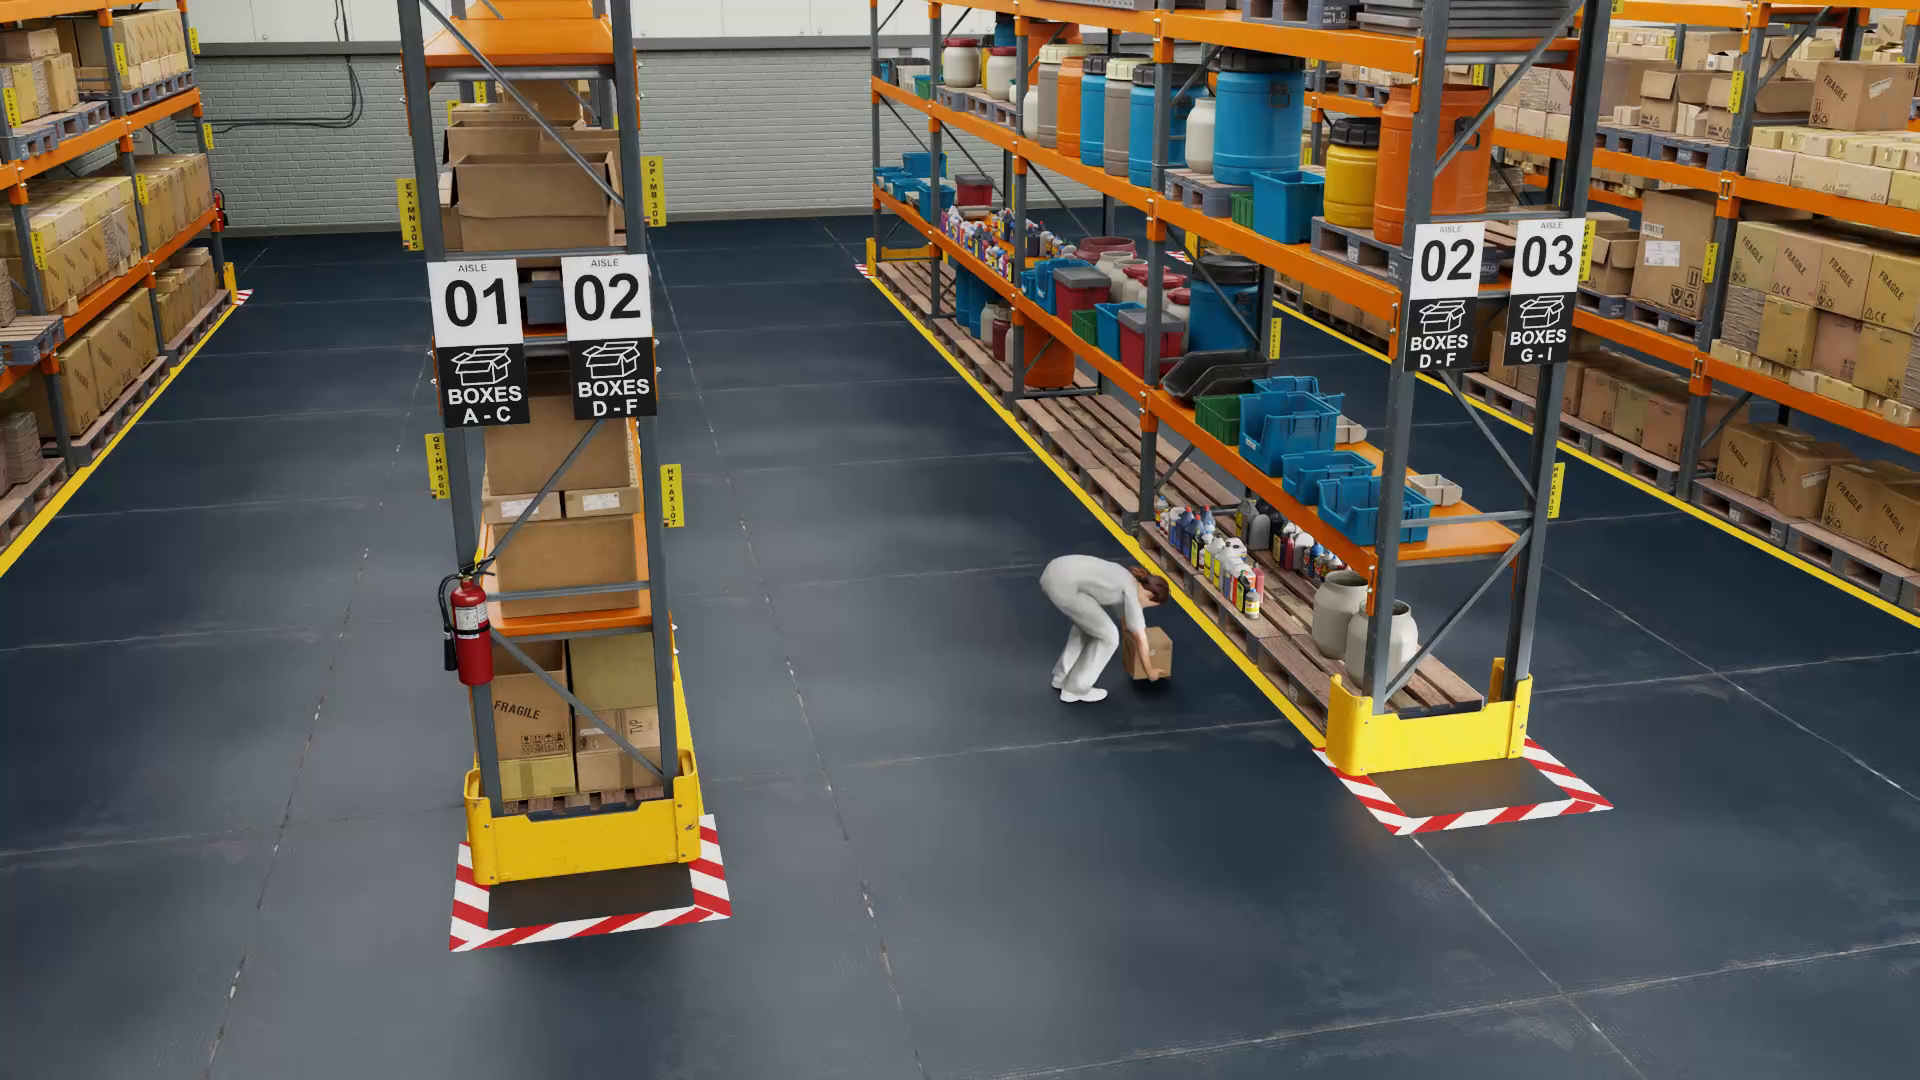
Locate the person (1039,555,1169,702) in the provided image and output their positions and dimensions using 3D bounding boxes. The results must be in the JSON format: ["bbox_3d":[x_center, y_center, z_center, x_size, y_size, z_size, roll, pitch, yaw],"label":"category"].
[{"bbox_3d":[0.931,0.533,10.681,0.853,0.934,0.464,-6,20,-15],"label":"person"}]
